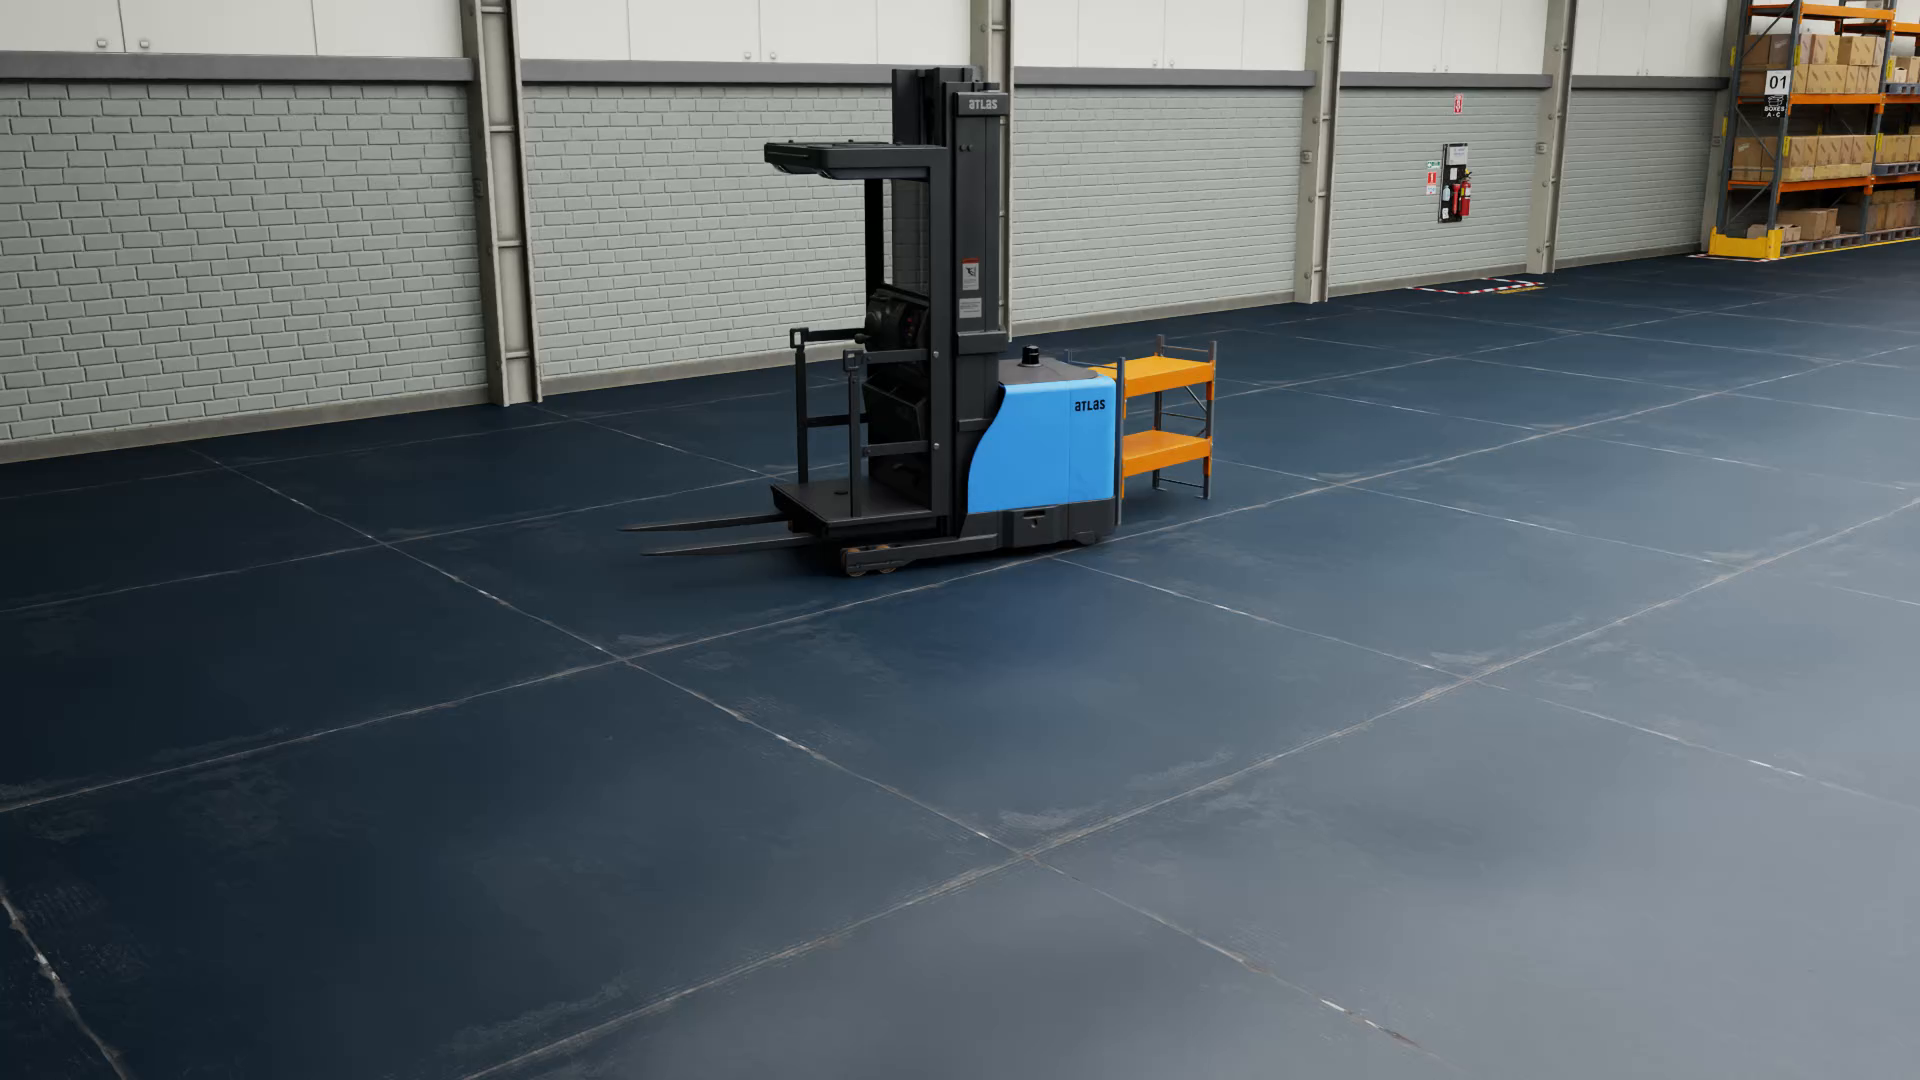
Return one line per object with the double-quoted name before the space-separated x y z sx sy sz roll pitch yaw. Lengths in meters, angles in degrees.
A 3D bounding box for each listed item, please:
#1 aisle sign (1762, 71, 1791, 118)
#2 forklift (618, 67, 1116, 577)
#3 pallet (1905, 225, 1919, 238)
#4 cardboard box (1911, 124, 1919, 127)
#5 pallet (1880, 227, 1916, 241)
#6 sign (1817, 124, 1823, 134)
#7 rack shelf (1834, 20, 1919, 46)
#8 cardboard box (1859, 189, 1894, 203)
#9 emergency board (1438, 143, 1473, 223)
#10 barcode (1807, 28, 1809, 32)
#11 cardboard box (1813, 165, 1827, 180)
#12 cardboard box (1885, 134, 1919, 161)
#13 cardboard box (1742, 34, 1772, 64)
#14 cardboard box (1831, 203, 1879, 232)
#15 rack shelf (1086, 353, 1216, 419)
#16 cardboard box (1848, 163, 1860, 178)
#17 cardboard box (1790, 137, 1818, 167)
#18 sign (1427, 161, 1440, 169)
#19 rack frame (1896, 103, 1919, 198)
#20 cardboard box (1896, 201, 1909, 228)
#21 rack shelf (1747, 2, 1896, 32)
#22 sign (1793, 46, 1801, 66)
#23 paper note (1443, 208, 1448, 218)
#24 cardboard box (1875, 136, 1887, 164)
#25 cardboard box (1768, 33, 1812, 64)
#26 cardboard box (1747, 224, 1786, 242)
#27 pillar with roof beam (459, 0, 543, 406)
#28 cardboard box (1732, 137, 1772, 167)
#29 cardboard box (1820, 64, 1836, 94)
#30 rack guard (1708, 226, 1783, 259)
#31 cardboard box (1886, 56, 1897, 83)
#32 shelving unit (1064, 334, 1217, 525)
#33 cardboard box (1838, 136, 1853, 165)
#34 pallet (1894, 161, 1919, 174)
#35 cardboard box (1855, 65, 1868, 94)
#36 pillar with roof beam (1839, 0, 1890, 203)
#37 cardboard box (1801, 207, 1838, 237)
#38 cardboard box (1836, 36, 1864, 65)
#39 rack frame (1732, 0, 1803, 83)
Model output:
"aisle sign" 14.120 -7.710 28.763 0.004 0.787 0.394 -13 19 -39
"forklift" -0.572 -1.351 10.130 3.031 2.935 1.130 -6 16 -23
"pallet" 19.422 -6.400 34.302 1.213 0.211 1.003 -13 19 -39
"cardboard box" 20.185 -8.571 34.762 0.500 0.250 0.500 -12 19 -38
"pallet" 18.502 -6.195 33.532 1.213 0.211 1.003 -13 19 -39
"sign" 16.628 -7.869 32.152 0.005 0.325 0.100 -13 19 -39
"rack shelf" 18.504 -9.898 32.538 4.000 0.370 1.077 -13 19 -39
"cardboard box" 18.260 -6.861 33.162 0.500 0.250 0.500 -13 20 -41
"emergency board" 7.522 -5.384 25.092 0.643 1.169 0.194 -13 19 -39
"barcode" 15.664 -9.417 30.699 0.075 0.075 0.001 -13 19 -39
"cardboard box" 15.325 -6.658 30.116 0.500 0.250 0.500 -13 20 -40
"cardboard box" 18.740 -7.843 33.255 0.500 0.500 0.700 -13 19 -39
"cardboard box" 14.131 -8.638 29.295 0.500 0.500 0.500 -12 19 -37
"cardboard box" 17.540 -6.335 32.644 0.500 0.500 0.700 -12 19 -38
"rack shelf" 1.242 -1.068 11.435 0.538 0.278 1.000 14 20 42
"cardboard box" 16.456 -6.917 31.085 0.500 0.250 0.500 -13 19 -39
"cardboard box" 14.915 -6.928 29.673 0.500 0.500 0.500 -13 19 -39
"sign" 7.047 -5.582 24.740 0.331 0.109 0.001 -13 19 -39
"rack frame" 20.013 -7.880 34.436 0.127 3.000 1.000 -13 19 -39
"cardboard box" 18.683 -6.598 33.630 0.500 0.500 0.700 -13 20 -40
"rack shelf" 15.487 -9.412 29.950 4.000 0.370 1.077 -13 19 -39
"sign" 14.334 -8.290 28.467 0.005 0.325 0.100 -13 19 -39
"paper note" 7.344 -4.942 25.144 0.142 0.148 0.016 -13 19 -39
"cardboard box" 17.402 -7.542 32.128 0.500 0.500 0.700 -13 19 -39
"cardboard box" 14.428 -8.533 28.899 0.500 0.500 0.500 14 21 43
"cardboard box" 14.559 -5.537 30.026 0.500 0.311 0.500 13 20 41
"pillar with roof beam" -1.341 -4.806 11.304 0.400 9.000 9.100 -13 19 -39
"cardboard box" 14.194 -6.945 29.737 0.500 0.500 0.500 -13 20 -40
"cardboard box" 15.212 -8.212 29.637 0.500 0.500 0.500 -12 19 -37
"rack guard" 14.035 -5.330 29.734 0.348 0.500 1.175 -13 19 -39
"cardboard box" 17.460 -8.979 31.734 0.500 0.500 0.500 -9 18 -32
"shelving unit" 1.242 -0.785 11.510 0.538 1.125 1.048 14 20 42
"cardboard box" 16.082 -7.192 30.662 0.500 0.500 0.500 -13 20 -41
"pallet" 18.546 -7.444 33.176 1.213 0.211 1.003 -13 19 -39
"cardboard box" 16.387 -8.492 30.685 0.500 0.500 0.500 14 20 42
"pillar with roof beam" 21.290 -9.888 30.331 0.400 9.000 9.100 -13 19 -39
"cardboard box" 16.239 -6.023 31.478 0.500 0.500 0.500 14 21 43
"cardboard box" 16.002 -8.869 30.158 0.500 0.500 0.500 -14 20 -41
"rack frame" 13.978 -9.423 28.589 0.127 3.000 1.000 -13 19 -39
